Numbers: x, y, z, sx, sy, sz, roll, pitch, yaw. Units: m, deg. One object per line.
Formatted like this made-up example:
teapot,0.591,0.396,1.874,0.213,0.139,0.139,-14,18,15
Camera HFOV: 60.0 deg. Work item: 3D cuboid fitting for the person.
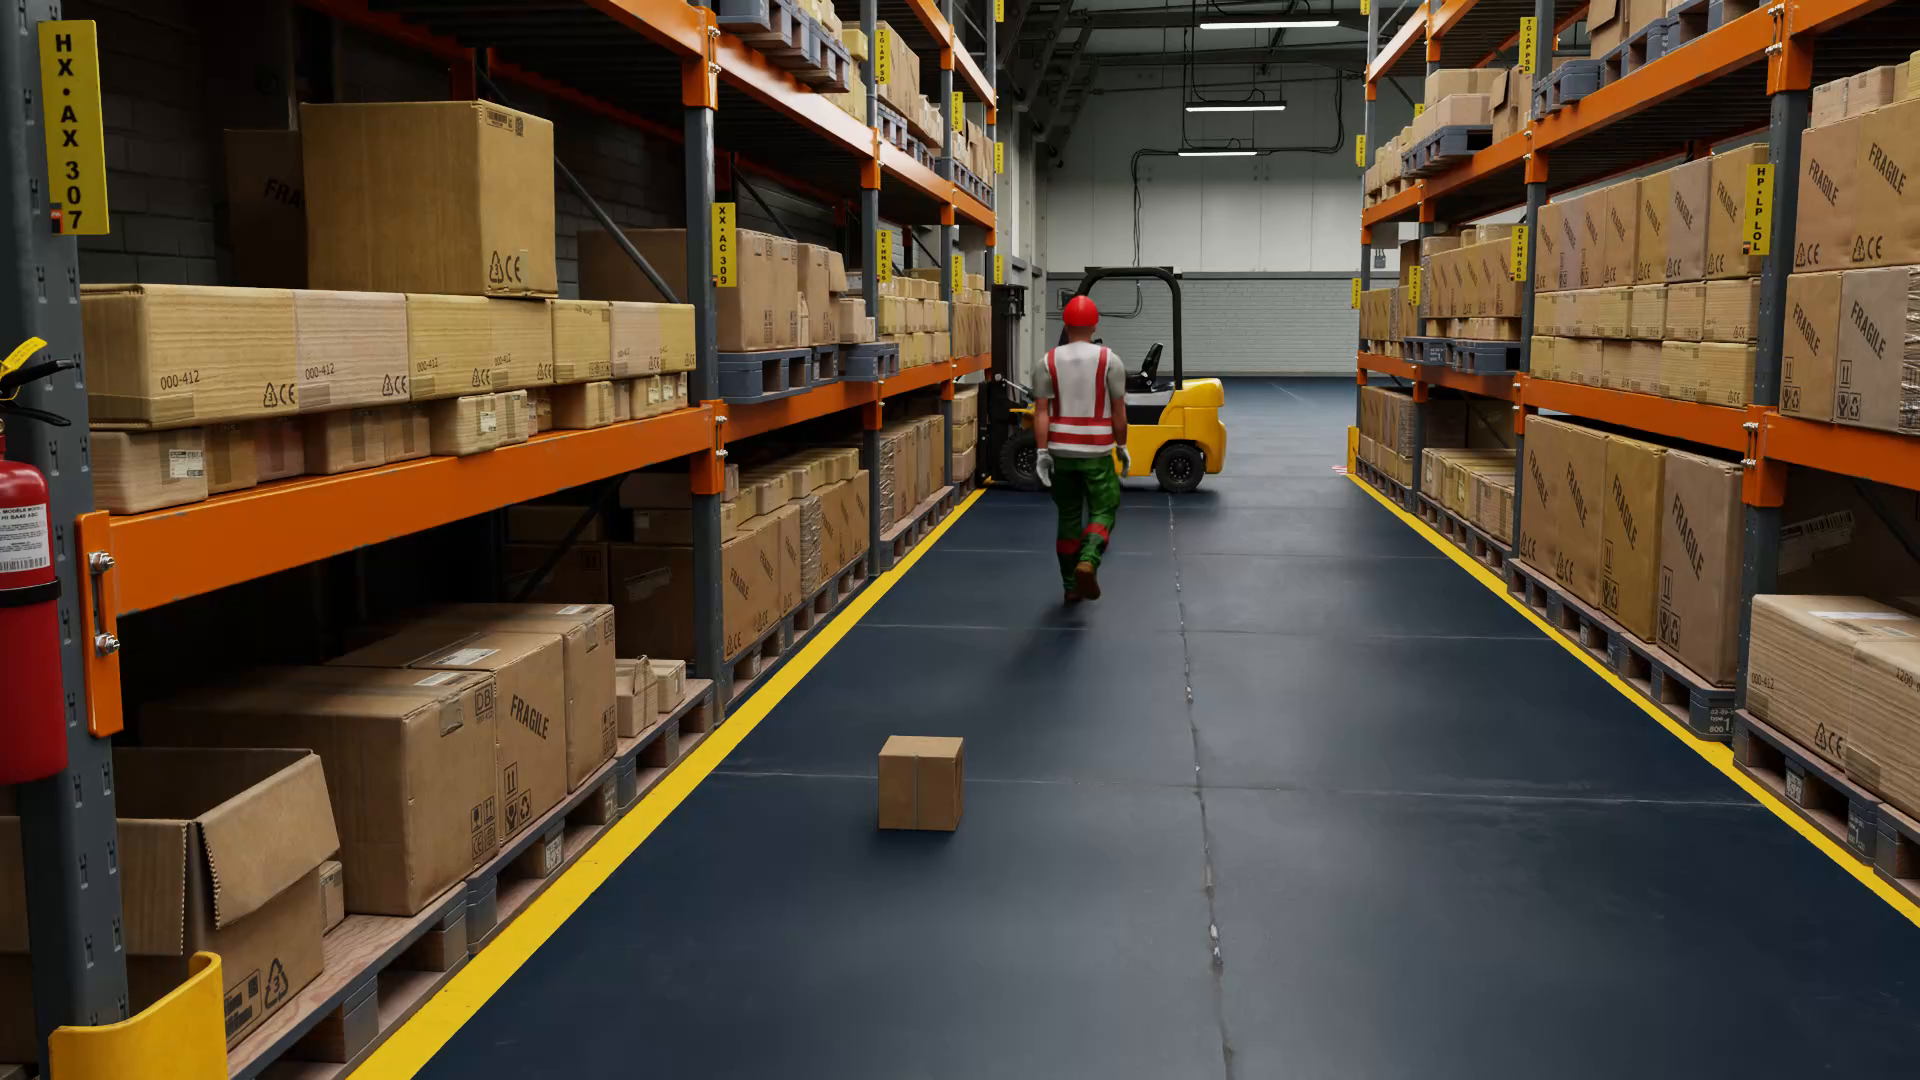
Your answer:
person,0.692,-0.502,9.463,0.533,1.761,0.861,2,8,15
